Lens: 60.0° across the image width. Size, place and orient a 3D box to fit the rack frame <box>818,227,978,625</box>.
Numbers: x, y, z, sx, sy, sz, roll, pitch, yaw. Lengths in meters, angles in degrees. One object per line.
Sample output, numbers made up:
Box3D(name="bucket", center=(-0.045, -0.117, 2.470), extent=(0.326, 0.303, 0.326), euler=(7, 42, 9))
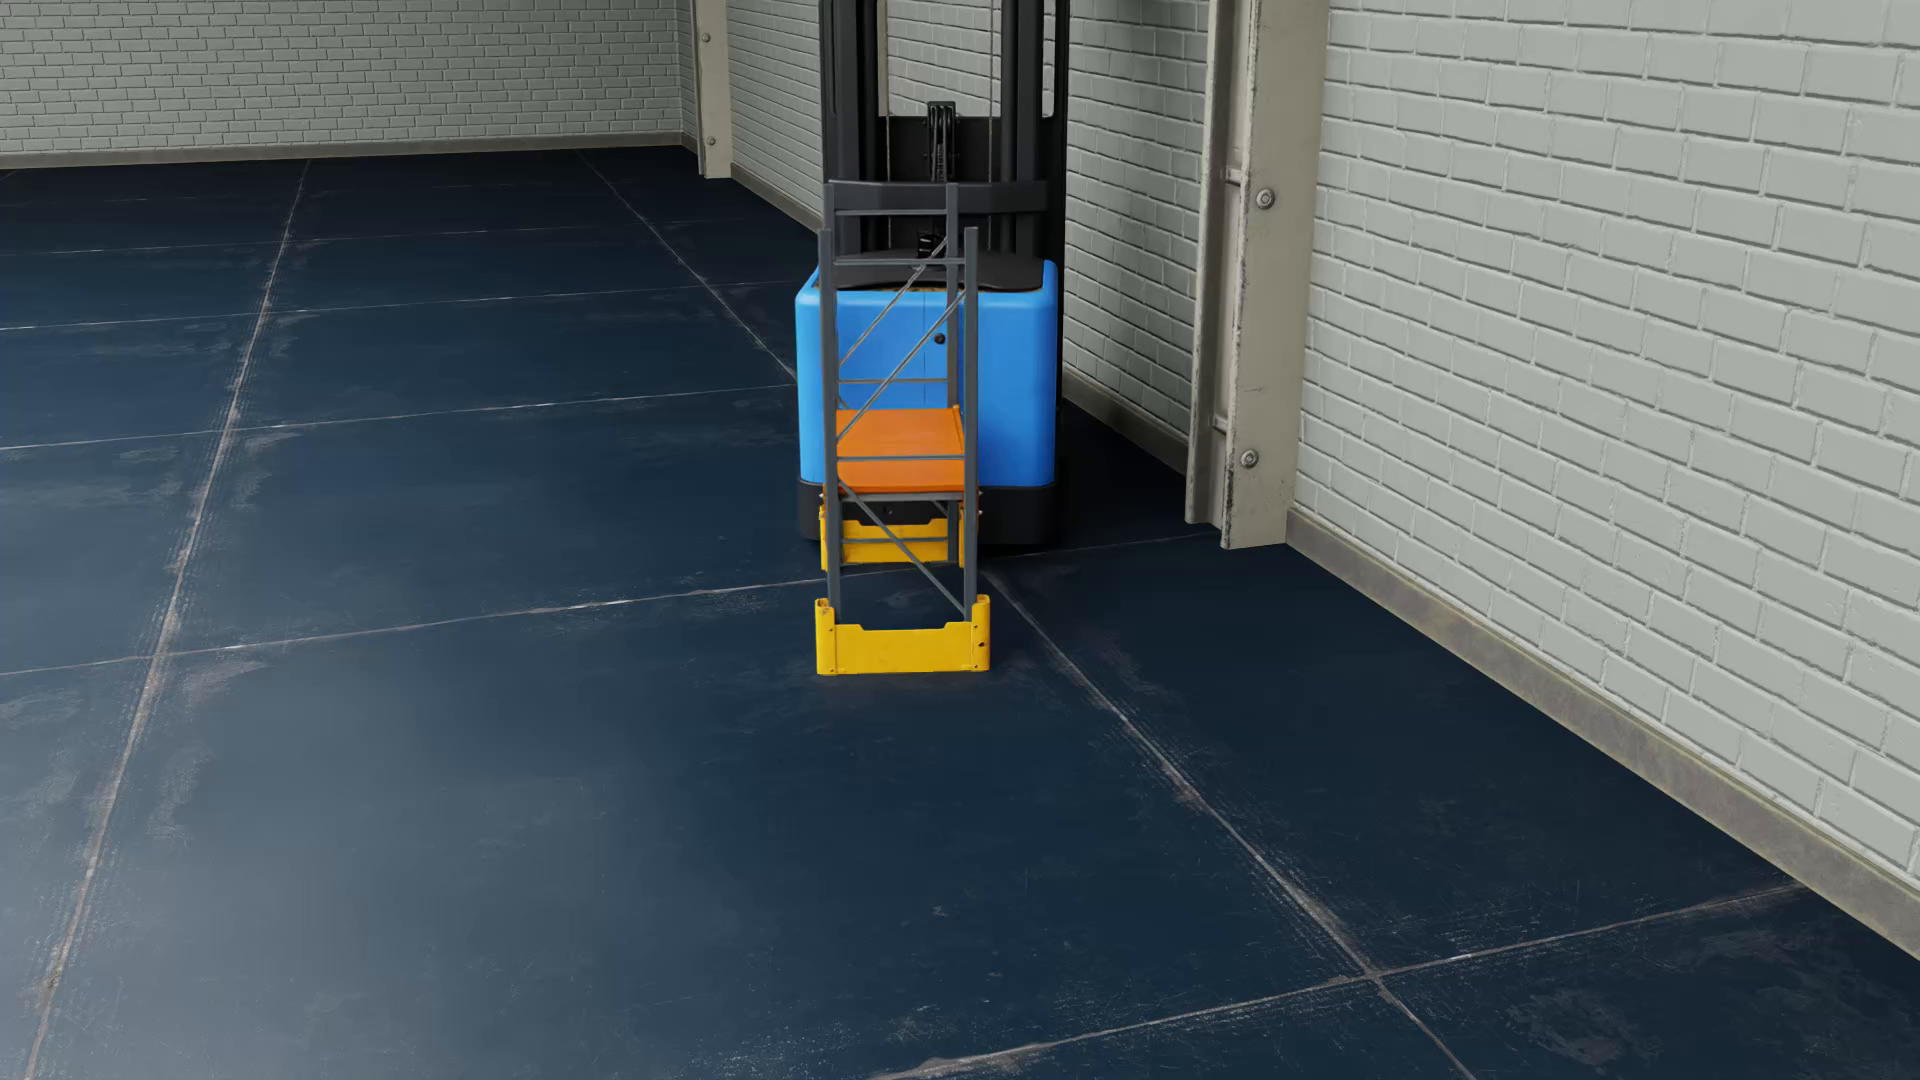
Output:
Box3D(name="rack frame", center=(-0.193, -0.265, 5.435), extent=(0.500, 1.500, 0.032), euler=(-1, 20, -3))

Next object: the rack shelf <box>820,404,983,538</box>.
Box3D(name="rack shelf", center=(-0.225, -0.267, 5.973), extent=(0.538, 0.185, 1.000), euler=(-1, 20, -3))

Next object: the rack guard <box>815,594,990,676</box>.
Box3D(name="rack guard", center=(-0.193, 0.323, 5.647), extent=(0.587, 0.250, 0.087), euler=(-1, 20, -3))

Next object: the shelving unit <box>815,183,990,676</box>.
Box3D(name="shelving unit", center=(-0.224, -0.433, 5.904), extent=(0.587, 1.500, 1.083), euler=(-1, 20, -3))

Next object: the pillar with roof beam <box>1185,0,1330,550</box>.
Box3D(name="pillar with roof beam", center=(-2.914, -3.818, 4.234), extent=(9.100, 9.000, 0.400), euler=(-6, 21, -17))

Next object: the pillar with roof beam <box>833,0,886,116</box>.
Box3D(name="pillar with roof beam", center=(-4.800, -5.743, 9.594), extent=(9.100, 9.000, 0.400), euler=(-6, 21, -17))

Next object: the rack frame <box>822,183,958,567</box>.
Box3D(name="rack frame", center=(-0.257, -0.608, 6.390), extent=(0.500, 1.500, 0.032), euler=(-1, 20, -3))

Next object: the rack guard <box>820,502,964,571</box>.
Box3D(name="rack guard", center=(-0.256, -0.013, 6.583), extent=(0.587, 0.250, 0.087), euler=(-1, 20, -3))

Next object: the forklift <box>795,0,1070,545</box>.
Box3D(name="forklift", center=(-0.053, -1.811, 7.622), extent=(1.130, 2.935, 3.031), euler=(1, 20, 3))

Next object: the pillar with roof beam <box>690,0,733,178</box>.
Box3D(name="pillar with roof beam", center=(-6.686, -7.669, 14.955), extent=(9.100, 9.000, 0.400), euler=(-6, 21, -17))
